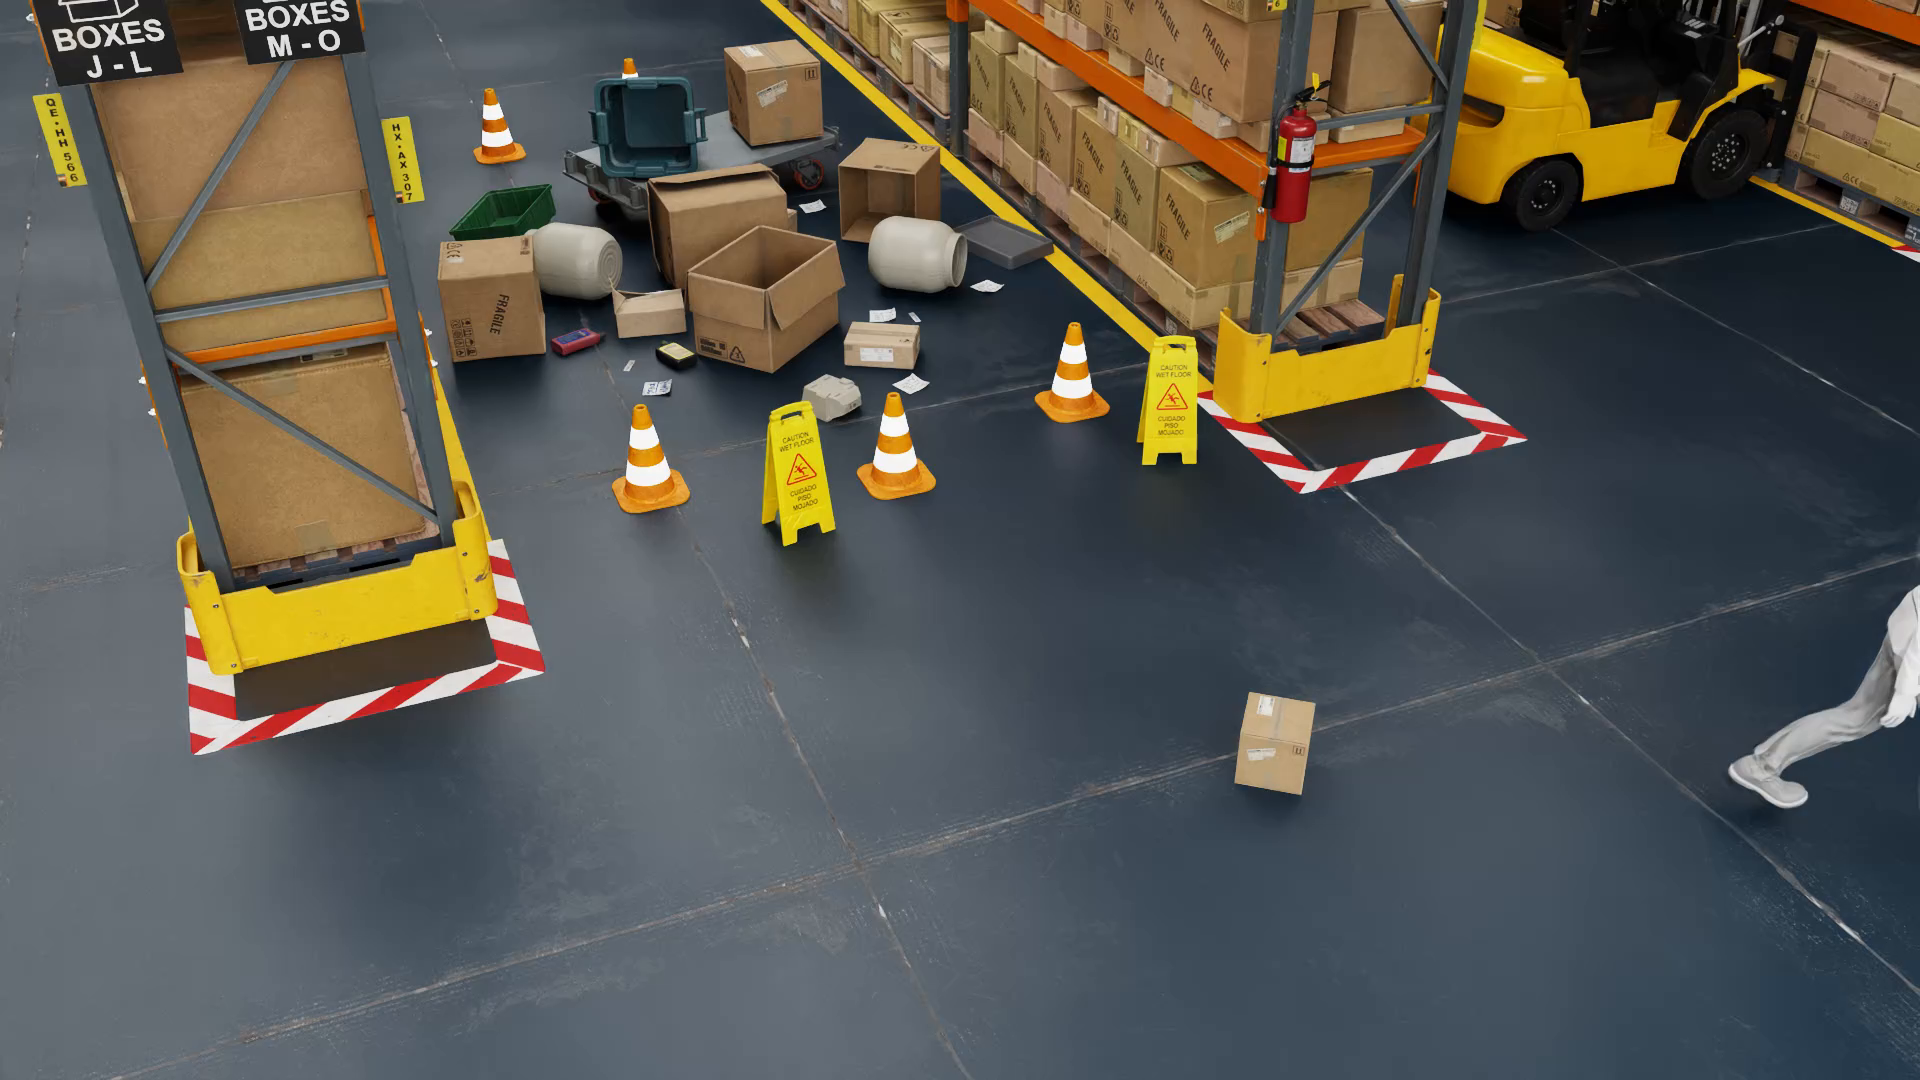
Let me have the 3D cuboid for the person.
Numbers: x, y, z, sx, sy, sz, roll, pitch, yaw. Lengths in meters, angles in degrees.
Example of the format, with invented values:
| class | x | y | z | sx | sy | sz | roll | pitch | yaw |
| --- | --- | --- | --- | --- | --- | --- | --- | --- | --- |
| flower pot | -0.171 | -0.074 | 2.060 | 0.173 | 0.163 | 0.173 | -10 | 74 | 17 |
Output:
| class | x | y | z | sx | sy | sz | roll | pitch | yaw |
| --- | --- | --- | --- | --- | --- | --- | --- | --- | --- |
| person | 3.283 | 0.365 | 5.557 | 0.969 | 1.640 | 0.502 | 10 | 35 | 15 |
